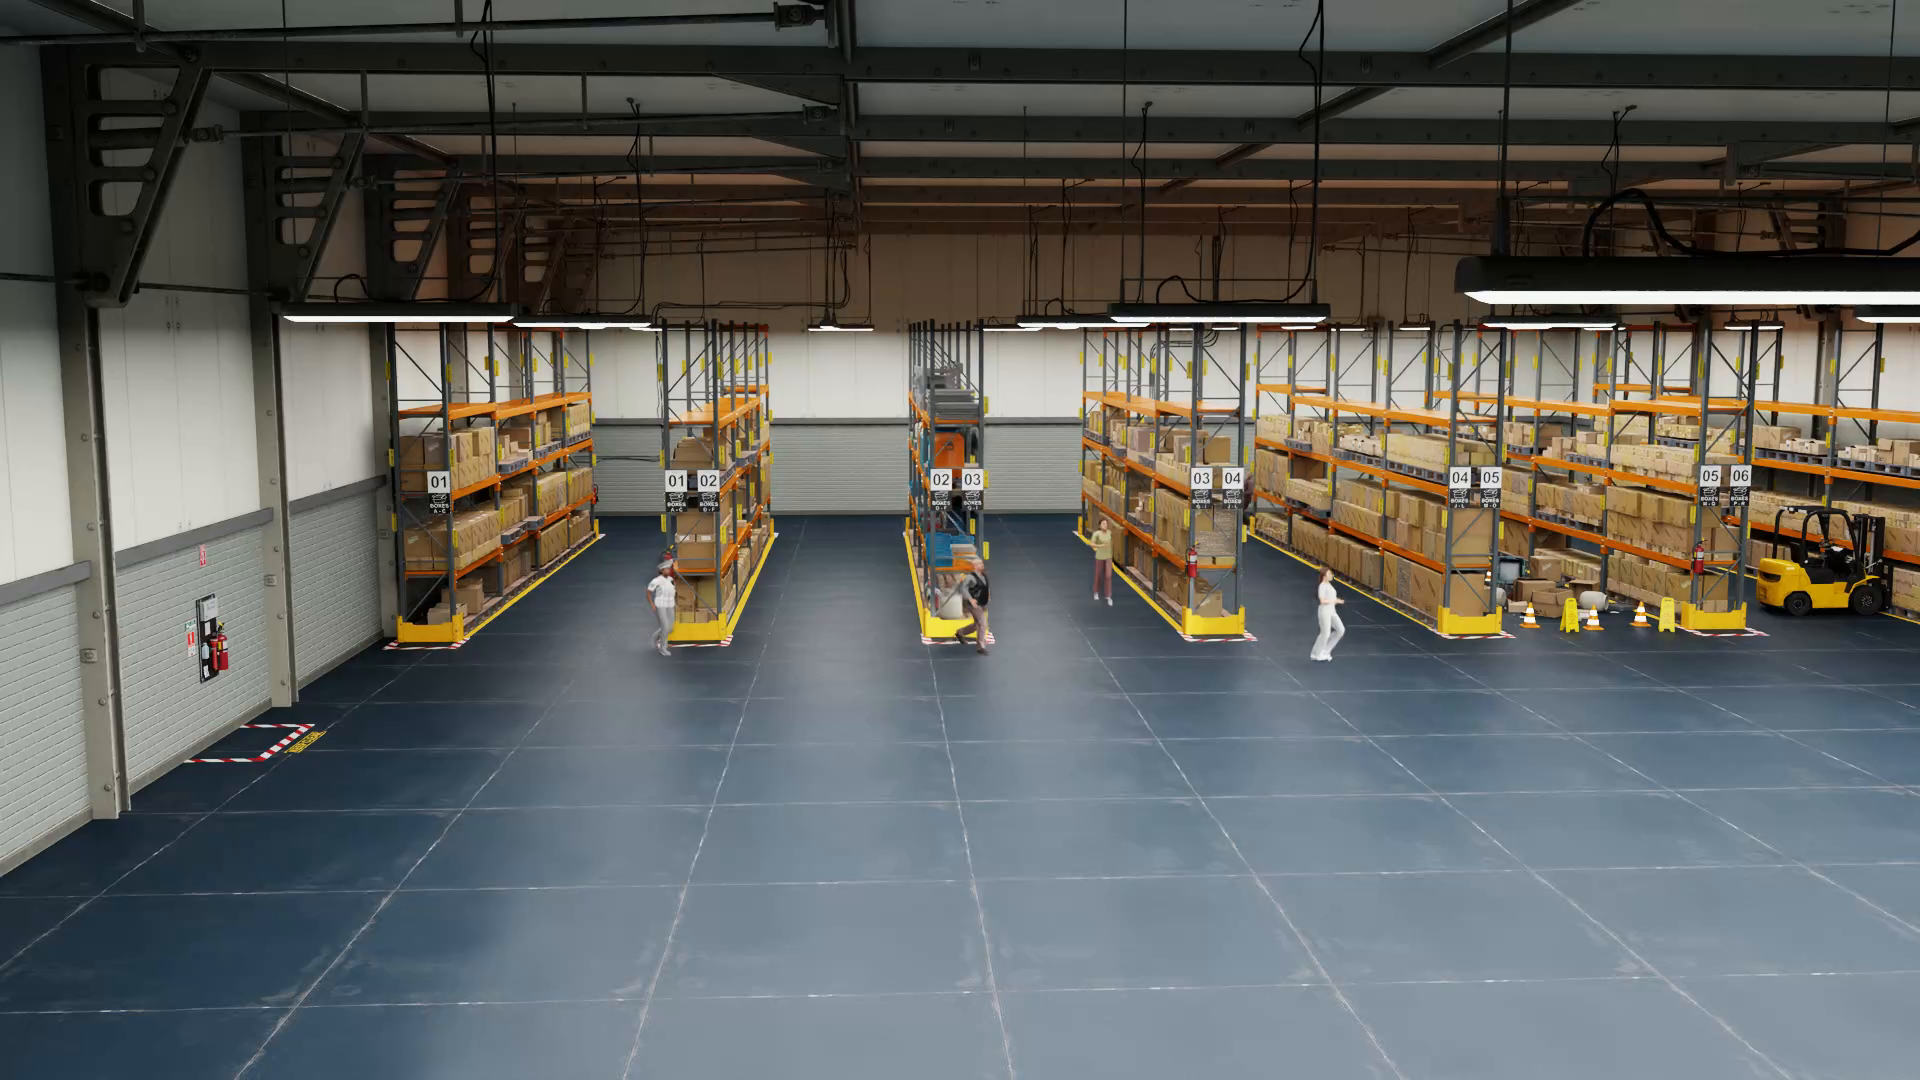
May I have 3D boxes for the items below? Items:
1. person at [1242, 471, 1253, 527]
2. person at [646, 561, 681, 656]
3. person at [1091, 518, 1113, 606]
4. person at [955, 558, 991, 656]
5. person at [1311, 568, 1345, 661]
[{"bbox_3d":[8.389,-1.195,49.243,0.569,1.715,0.780,1,7,6],"label":"person"},{"bbox_3d":[-5.330,1.222,29.988,0.607,1.666,0.633,7,10,43],"label":"person"},{"bbox_3d":[2.897,0.427,33.847,0.564,1.765,0.734,-2,7,-14],"label":"person"},{"bbox_3d":[0.213,1.178,30.012,0.716,1.728,0.676,4,8,32],"label":"person"},{"bbox_3d":[6.467,1.309,29.134,0.621,1.660,0.547,5,9,34],"label":"person"}]
